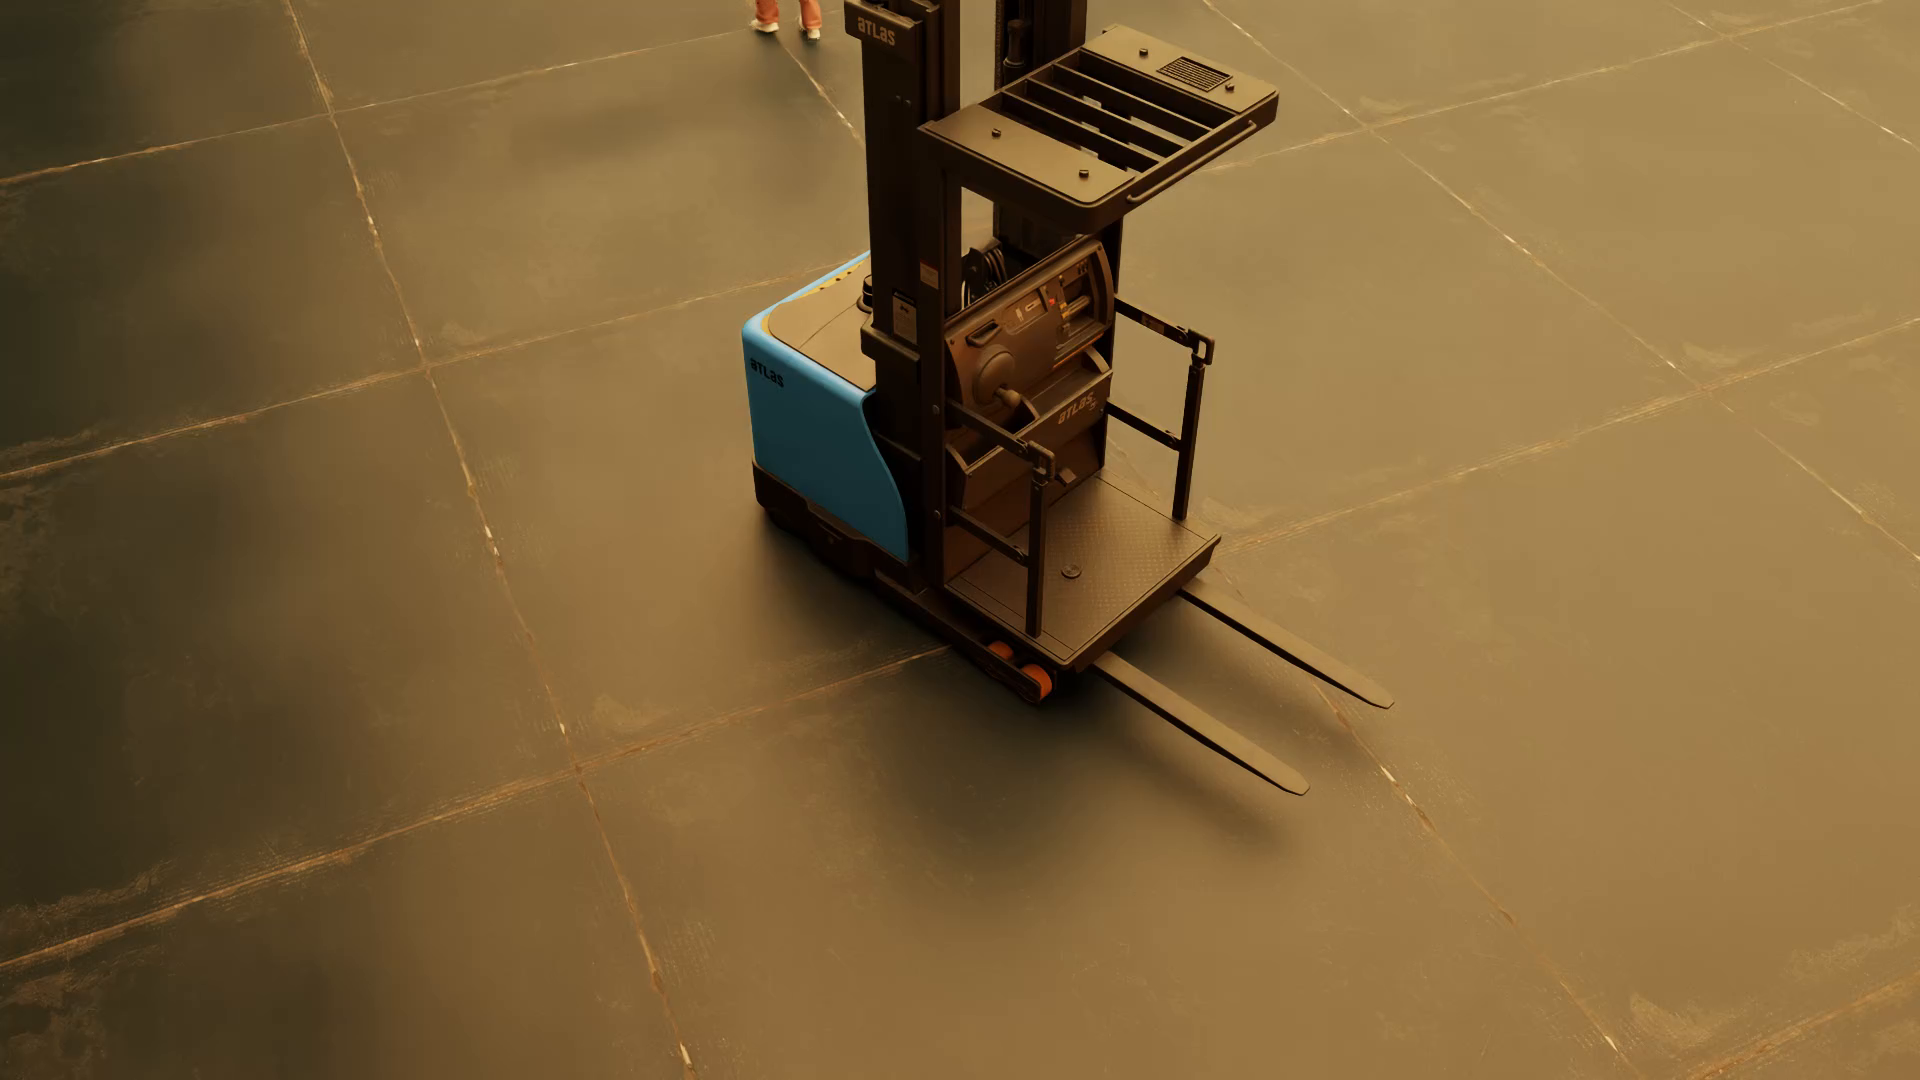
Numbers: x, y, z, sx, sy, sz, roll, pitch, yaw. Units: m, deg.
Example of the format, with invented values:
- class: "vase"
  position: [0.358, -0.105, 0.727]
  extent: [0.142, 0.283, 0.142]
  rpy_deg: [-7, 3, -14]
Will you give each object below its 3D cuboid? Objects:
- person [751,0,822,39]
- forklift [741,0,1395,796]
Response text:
- class: "person"
  position: [-1.177, -4.179, 11.123]
  extent: [0.546, 1.702, 0.506]
  rpy_deg: [-17, 46, -18]
- class: "forklift"
  position: [0.445, -0.788, 6.525]
  extent: [3.031, 2.935, 1.130]
  rpy_deg: [32, 52, 30]
